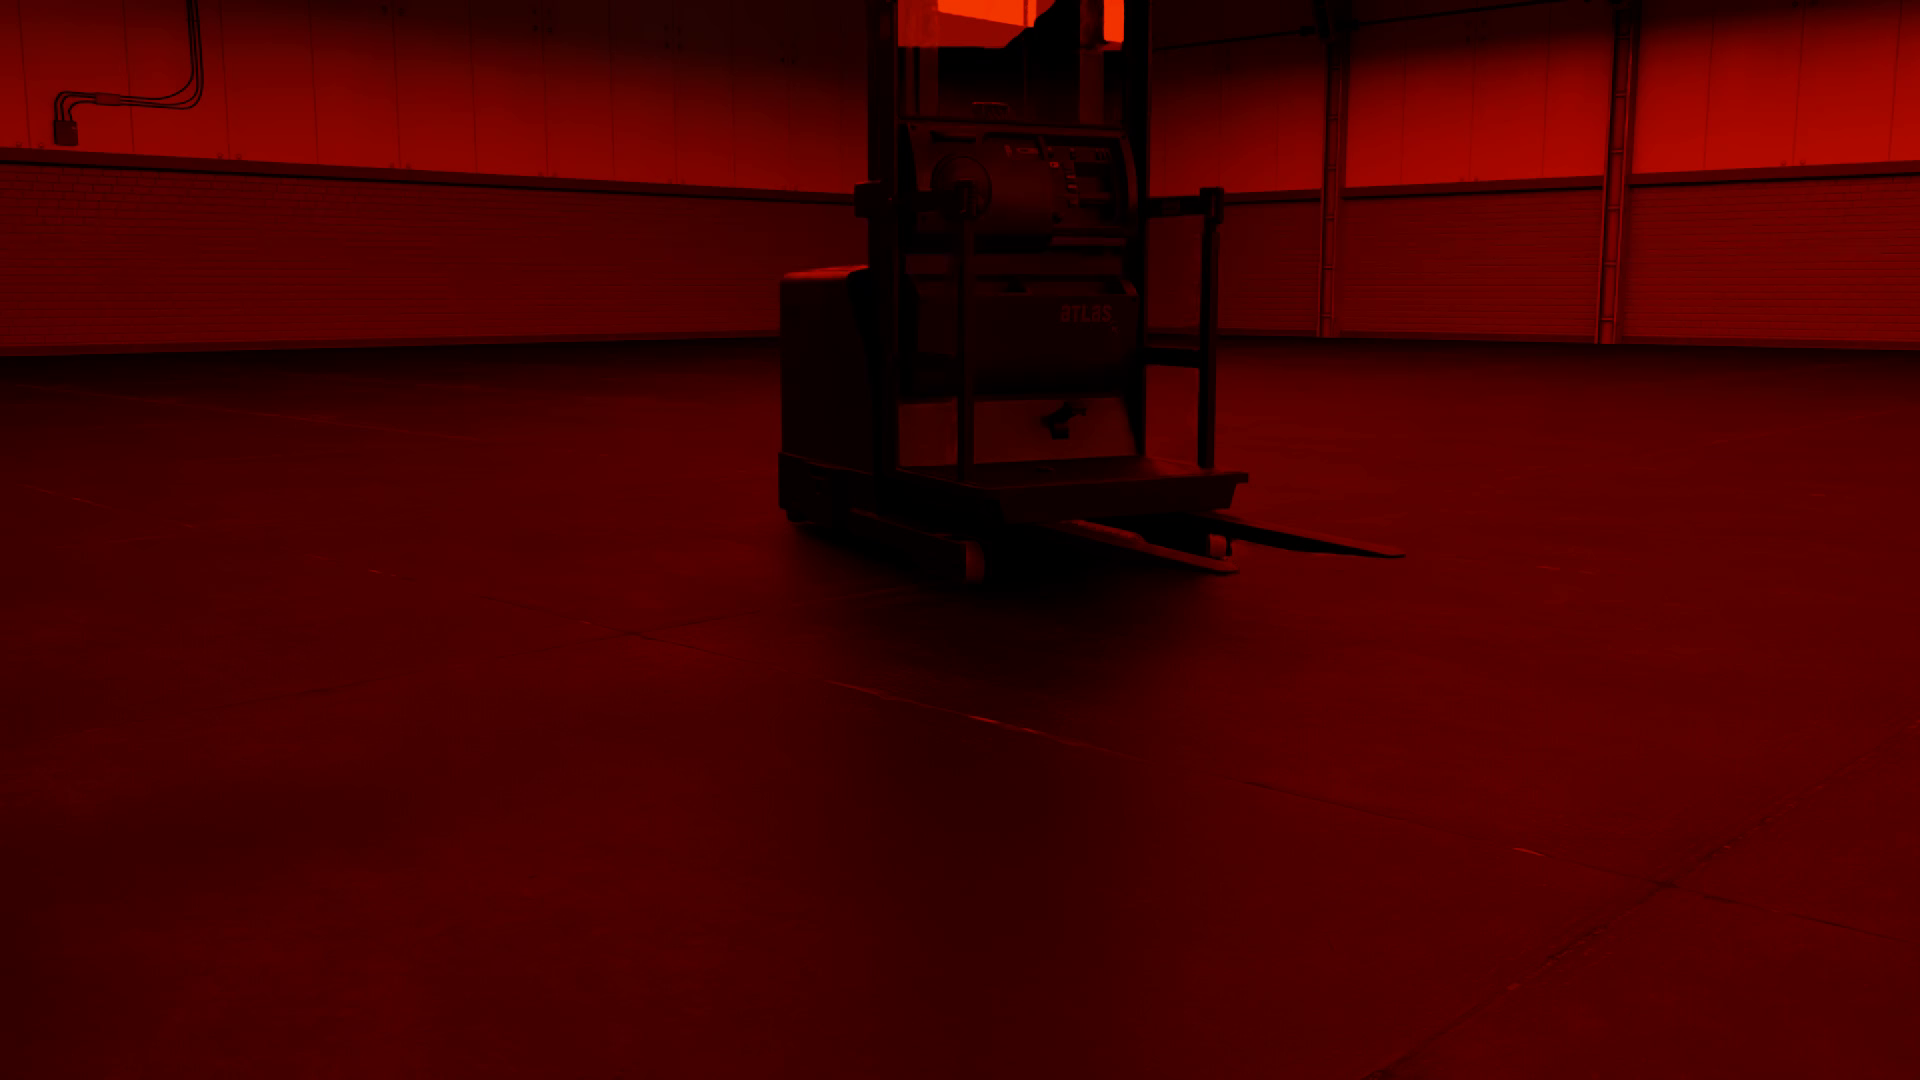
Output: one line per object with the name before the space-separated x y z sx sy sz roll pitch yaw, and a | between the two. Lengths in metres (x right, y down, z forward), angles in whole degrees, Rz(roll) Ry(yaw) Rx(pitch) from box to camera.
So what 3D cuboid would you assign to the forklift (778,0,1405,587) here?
forklift | 0.336 -1.363 5.924 1.130 2.935 3.031 -4 10 -27
